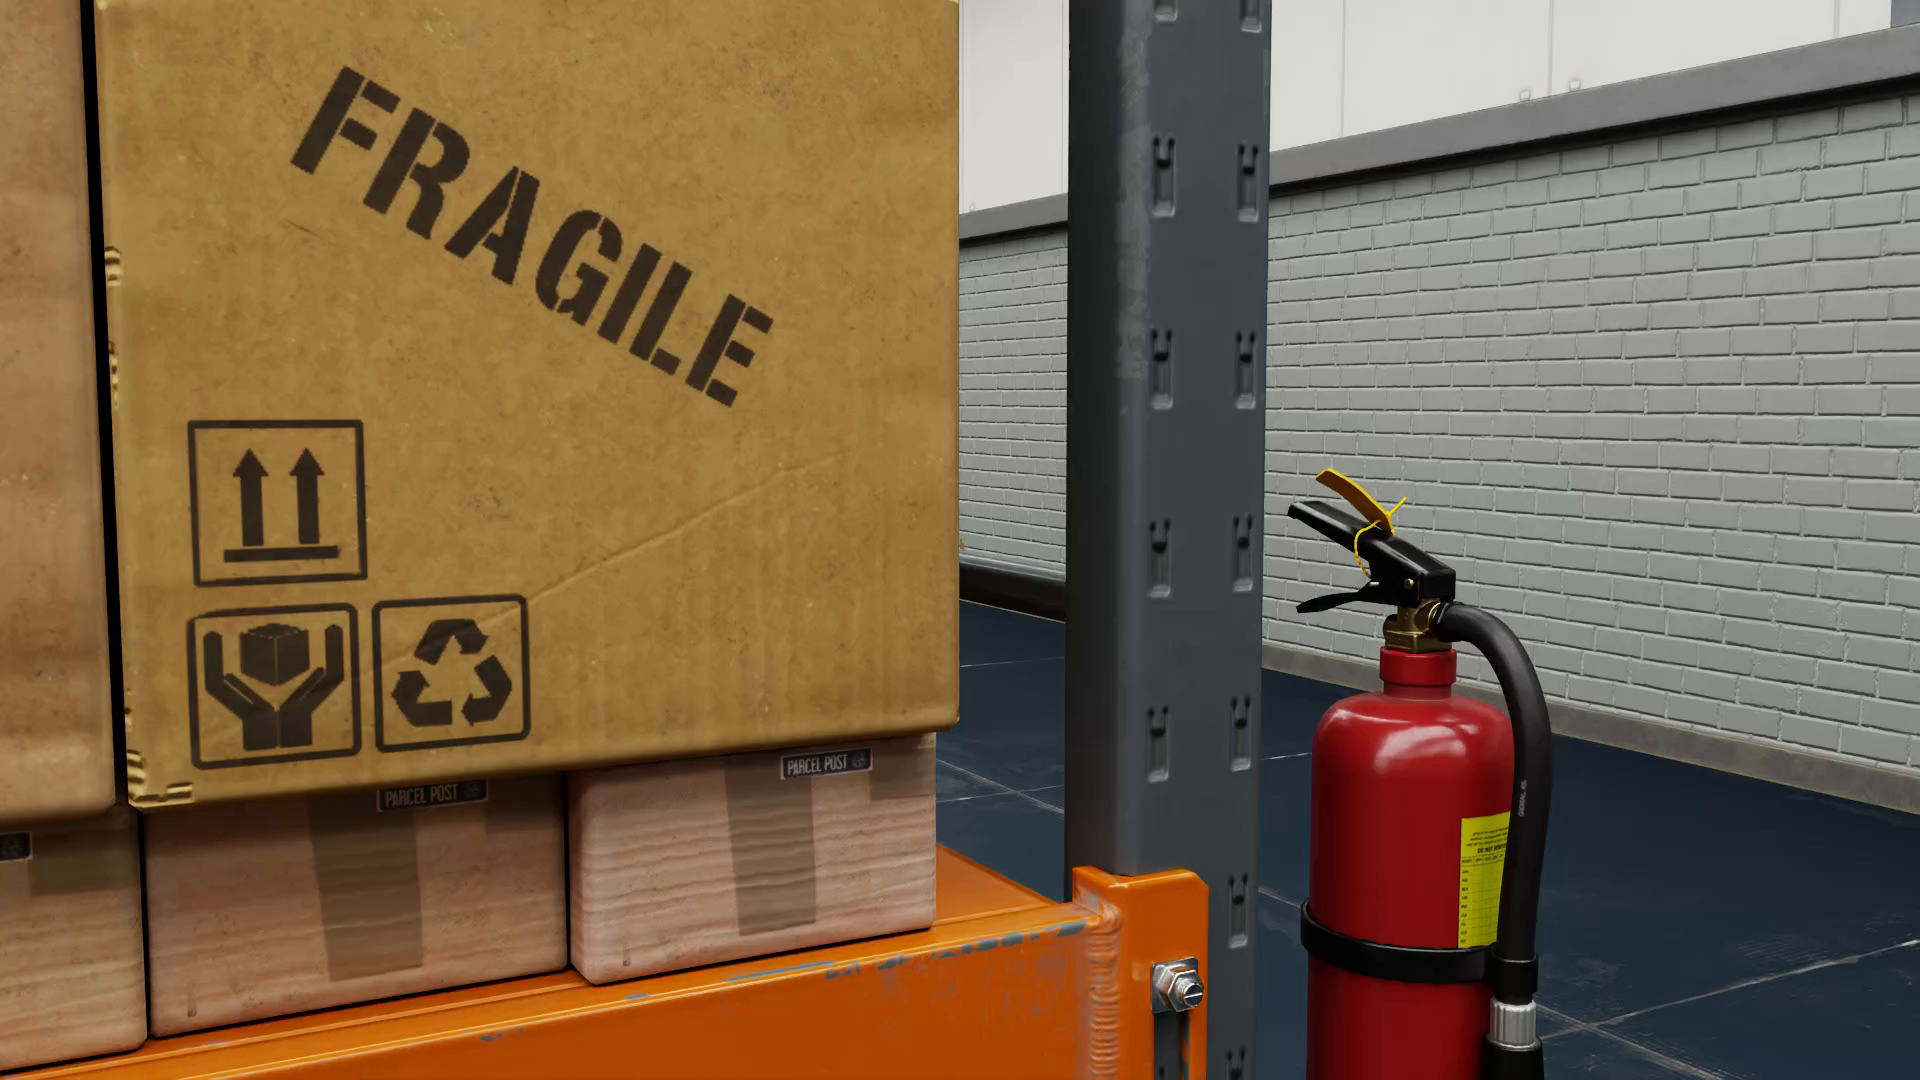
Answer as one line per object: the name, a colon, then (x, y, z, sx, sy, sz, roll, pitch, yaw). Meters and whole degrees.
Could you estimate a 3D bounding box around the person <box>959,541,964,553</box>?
person: (-0.230, 0.032, 8.420, 0.529, 1.793, 0.444, -3, 6, -32)
